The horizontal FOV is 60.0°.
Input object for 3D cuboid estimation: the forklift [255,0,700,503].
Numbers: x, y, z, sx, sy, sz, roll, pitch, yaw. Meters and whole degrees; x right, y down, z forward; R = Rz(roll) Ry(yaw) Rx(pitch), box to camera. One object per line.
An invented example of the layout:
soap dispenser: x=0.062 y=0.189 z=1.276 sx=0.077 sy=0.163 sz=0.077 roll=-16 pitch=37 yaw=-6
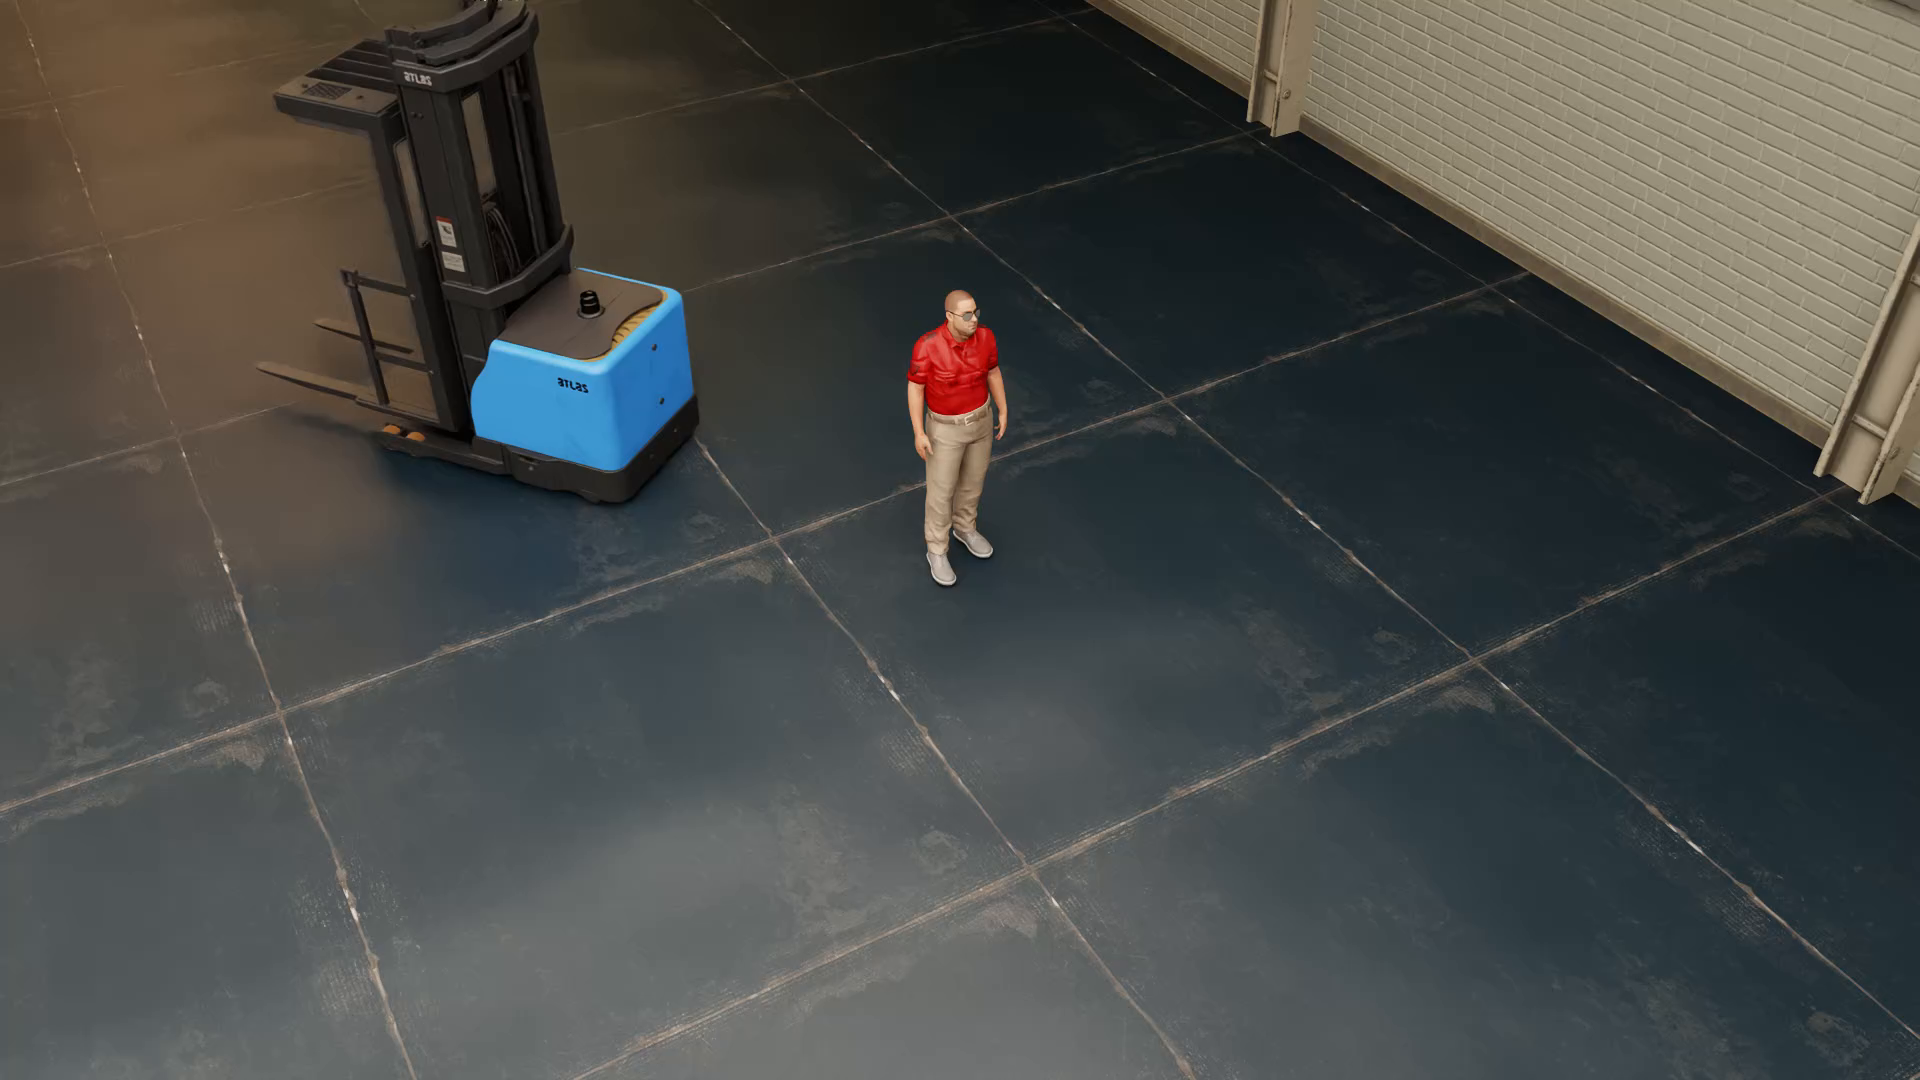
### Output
forklift: x=-3.317 y=-1.970 z=10.412 sx=3.031 sy=2.935 sz=1.130 roll=15 pitch=42 yaw=17

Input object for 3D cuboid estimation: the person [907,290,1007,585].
person: x=0.035 y=-0.618 z=9.711 sx=0.642 sy=1.727 sz=0.550 roll=-20 pitch=44 yaw=-23
